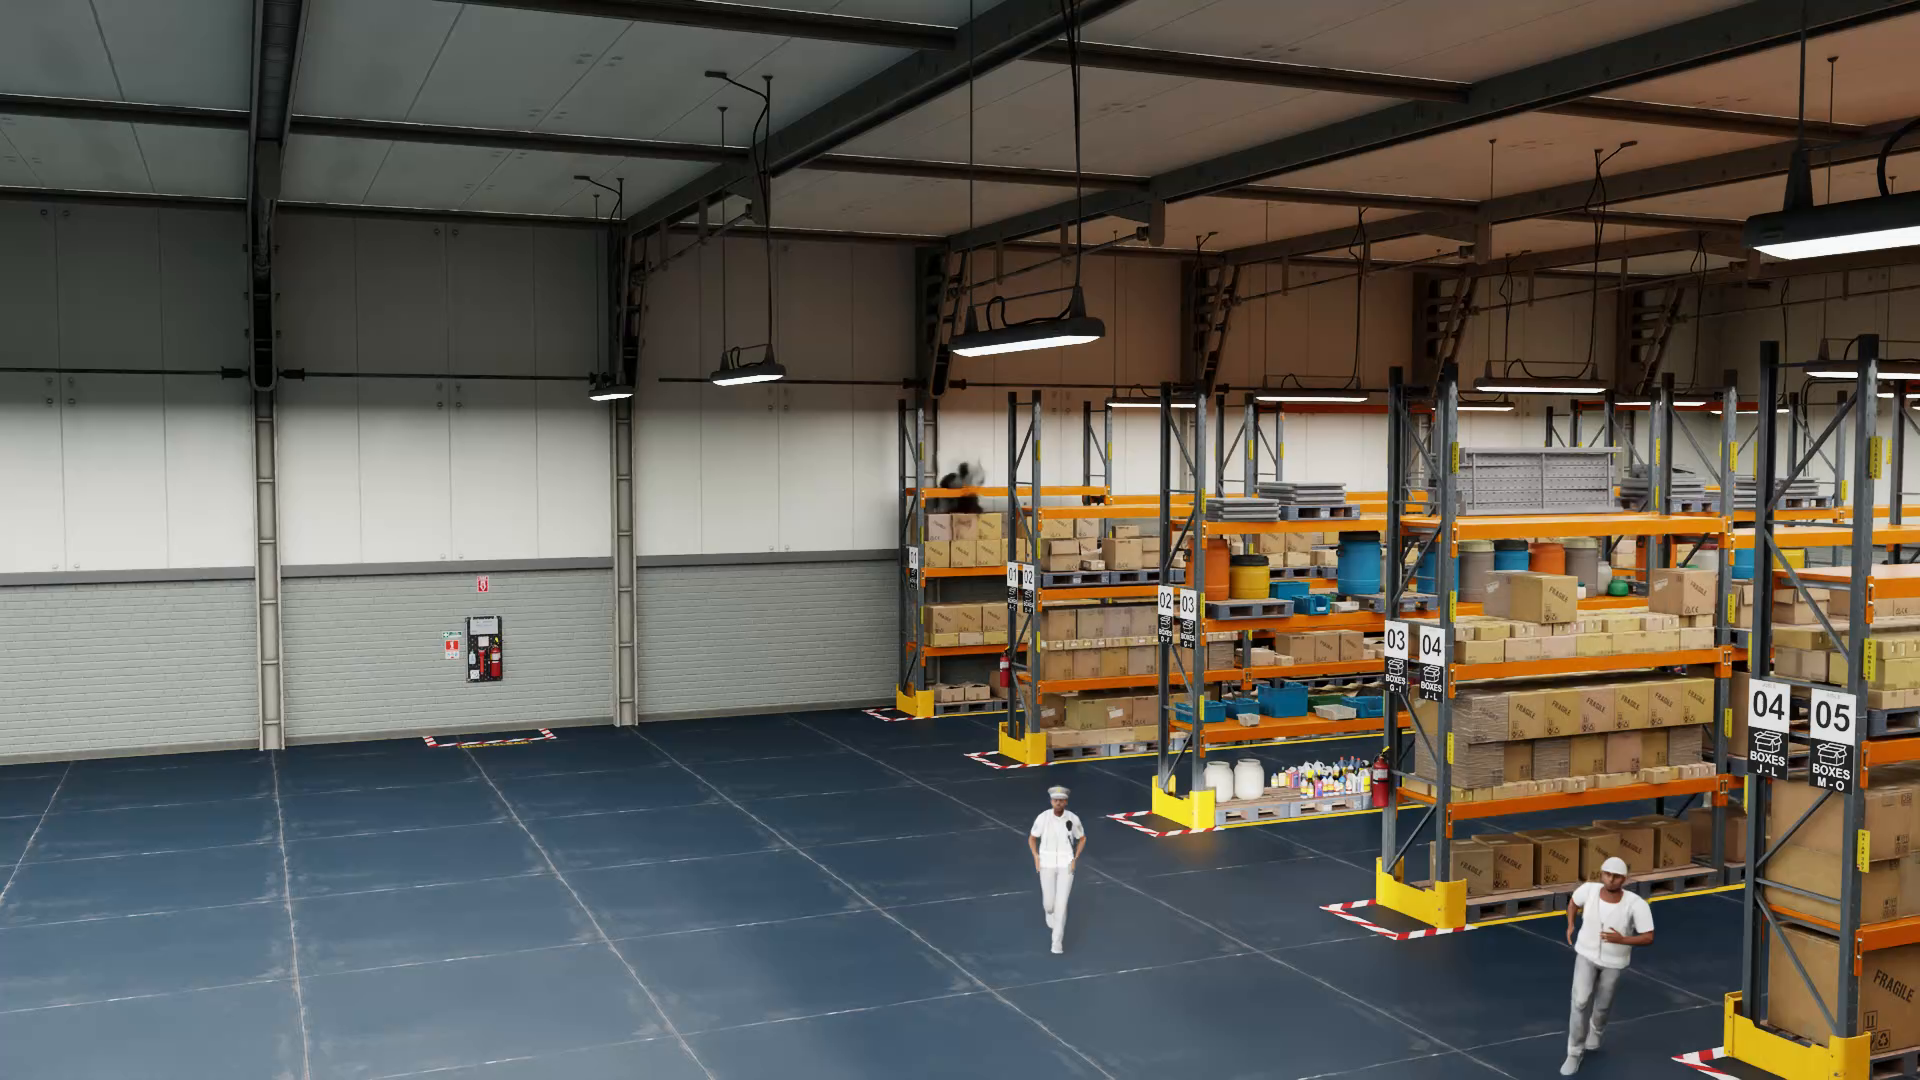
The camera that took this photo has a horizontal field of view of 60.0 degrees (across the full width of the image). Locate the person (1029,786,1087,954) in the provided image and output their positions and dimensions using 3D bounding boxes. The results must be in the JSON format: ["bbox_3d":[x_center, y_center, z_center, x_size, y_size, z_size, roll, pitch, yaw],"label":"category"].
[{"bbox_3d":[1.002,3.342,17.108,0.597,1.677,0.708,0,3,4],"label":"person"}]

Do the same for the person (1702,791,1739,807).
[{"bbox_3d":[10.012,3.058,21.977,0.970,1.613,0.584,-2,4,-26],"label":"person"}]

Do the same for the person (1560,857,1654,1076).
[{"bbox_3d":[5.373,3.496,13.766,0.704,1.814,0.822,2,4,29],"label":"person"}]
